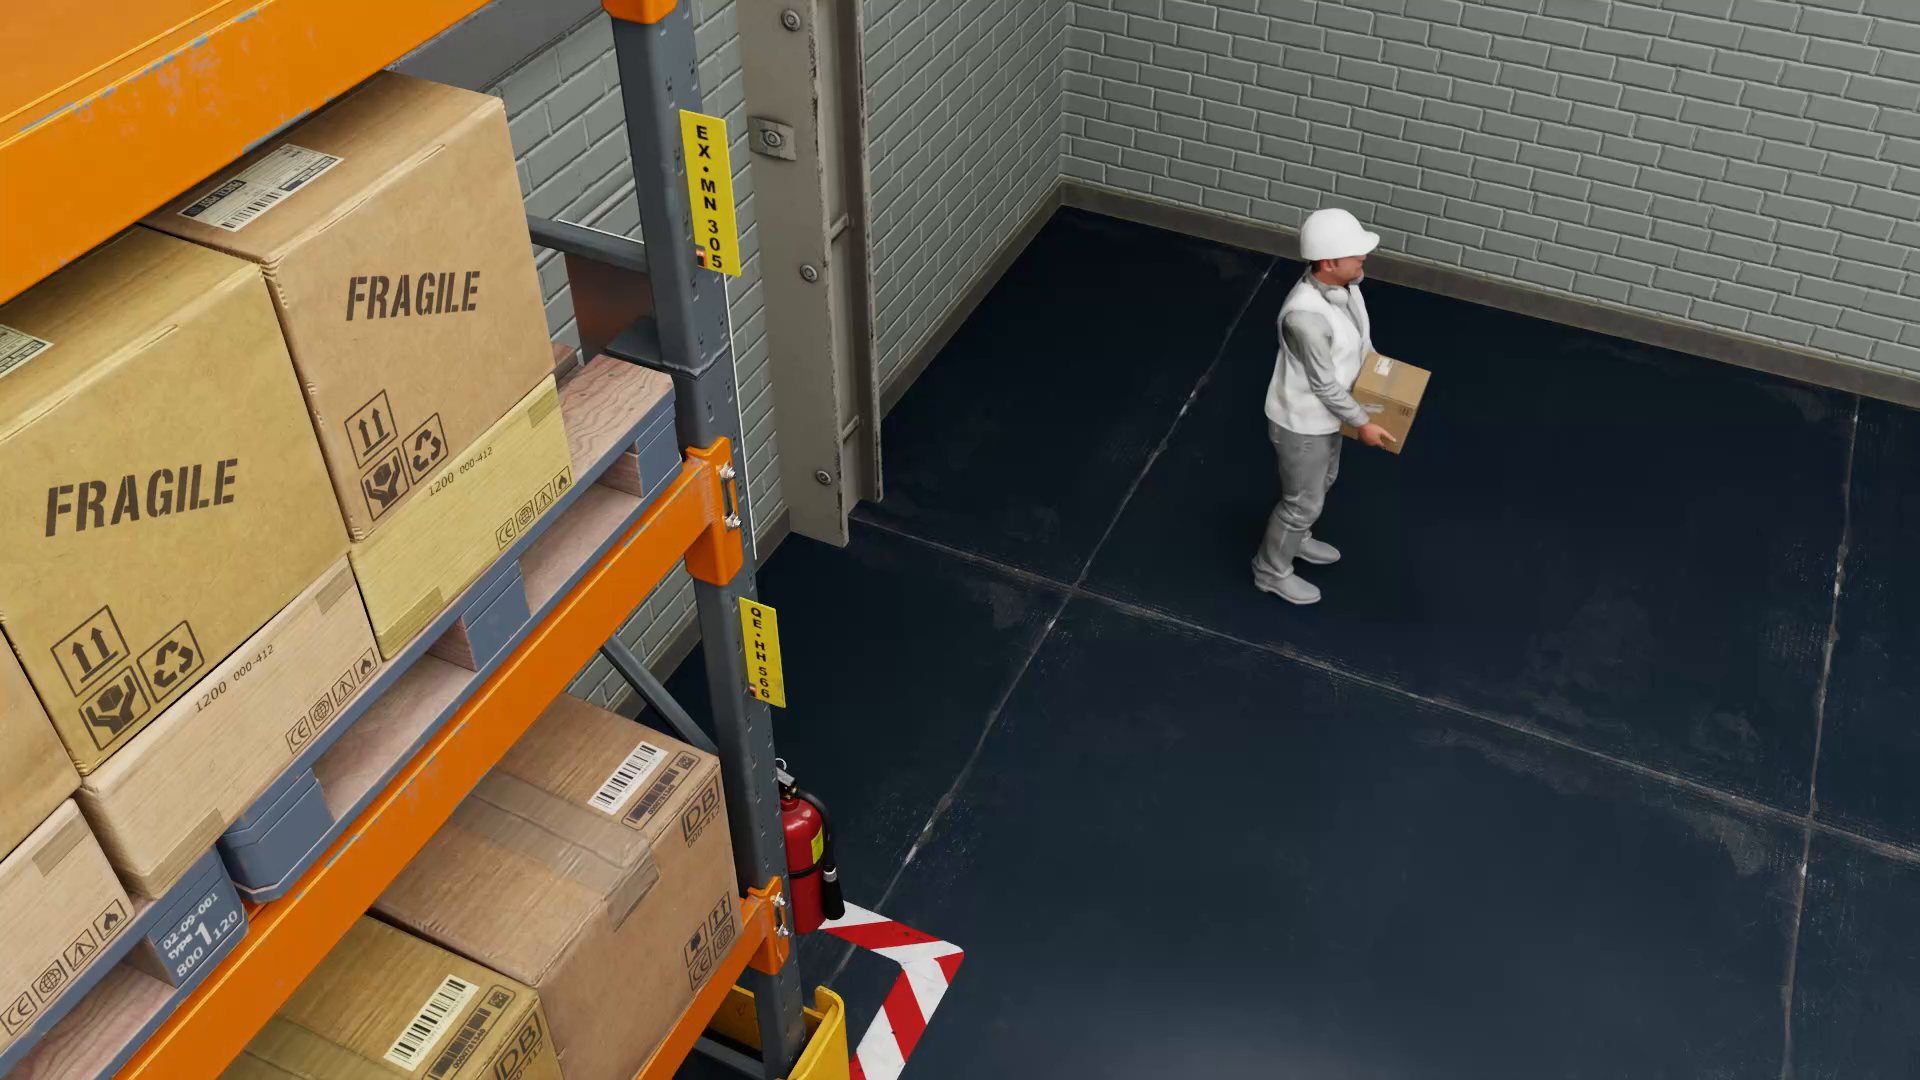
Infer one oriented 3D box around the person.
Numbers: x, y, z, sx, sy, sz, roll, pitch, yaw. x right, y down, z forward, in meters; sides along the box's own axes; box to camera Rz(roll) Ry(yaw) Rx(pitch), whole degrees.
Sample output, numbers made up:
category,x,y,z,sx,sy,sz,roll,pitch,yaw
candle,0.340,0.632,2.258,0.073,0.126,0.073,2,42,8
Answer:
category,x,y,z,sx,sy,sz,roll,pitch,yaw
person,1.441,-0.542,6.743,0.435,1.778,0.553,16,44,18
